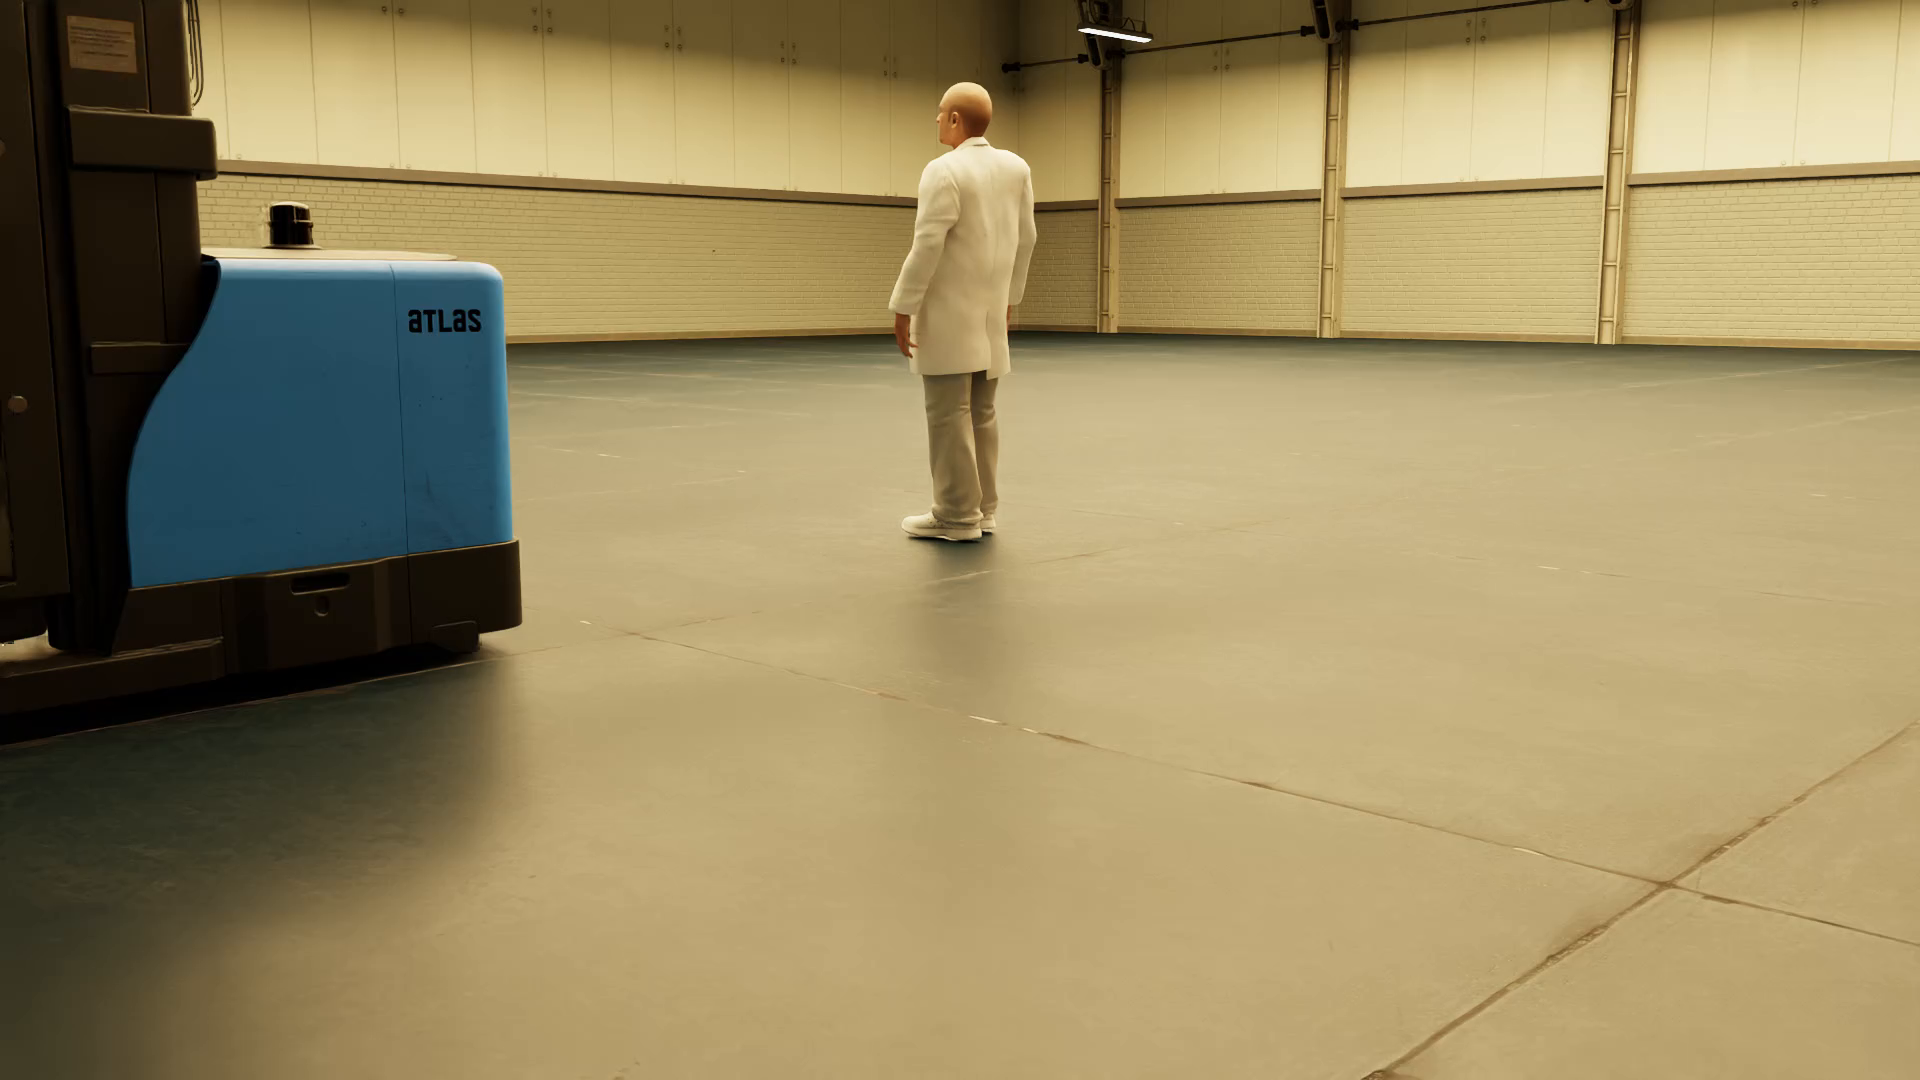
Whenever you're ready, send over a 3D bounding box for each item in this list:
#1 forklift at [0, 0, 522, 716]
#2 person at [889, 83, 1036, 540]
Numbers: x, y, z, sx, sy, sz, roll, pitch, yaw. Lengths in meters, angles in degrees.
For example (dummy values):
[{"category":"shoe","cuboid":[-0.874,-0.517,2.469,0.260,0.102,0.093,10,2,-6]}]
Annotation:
[{"category":"forklift","cuboid":[-2.612,-1.033,3.732,1.130,2.935,3.031,8,12,43]},{"category":"person","cuboid":[-0.063,-0.796,6.665,0.578,1.576,0.696,8,12,43]}]
